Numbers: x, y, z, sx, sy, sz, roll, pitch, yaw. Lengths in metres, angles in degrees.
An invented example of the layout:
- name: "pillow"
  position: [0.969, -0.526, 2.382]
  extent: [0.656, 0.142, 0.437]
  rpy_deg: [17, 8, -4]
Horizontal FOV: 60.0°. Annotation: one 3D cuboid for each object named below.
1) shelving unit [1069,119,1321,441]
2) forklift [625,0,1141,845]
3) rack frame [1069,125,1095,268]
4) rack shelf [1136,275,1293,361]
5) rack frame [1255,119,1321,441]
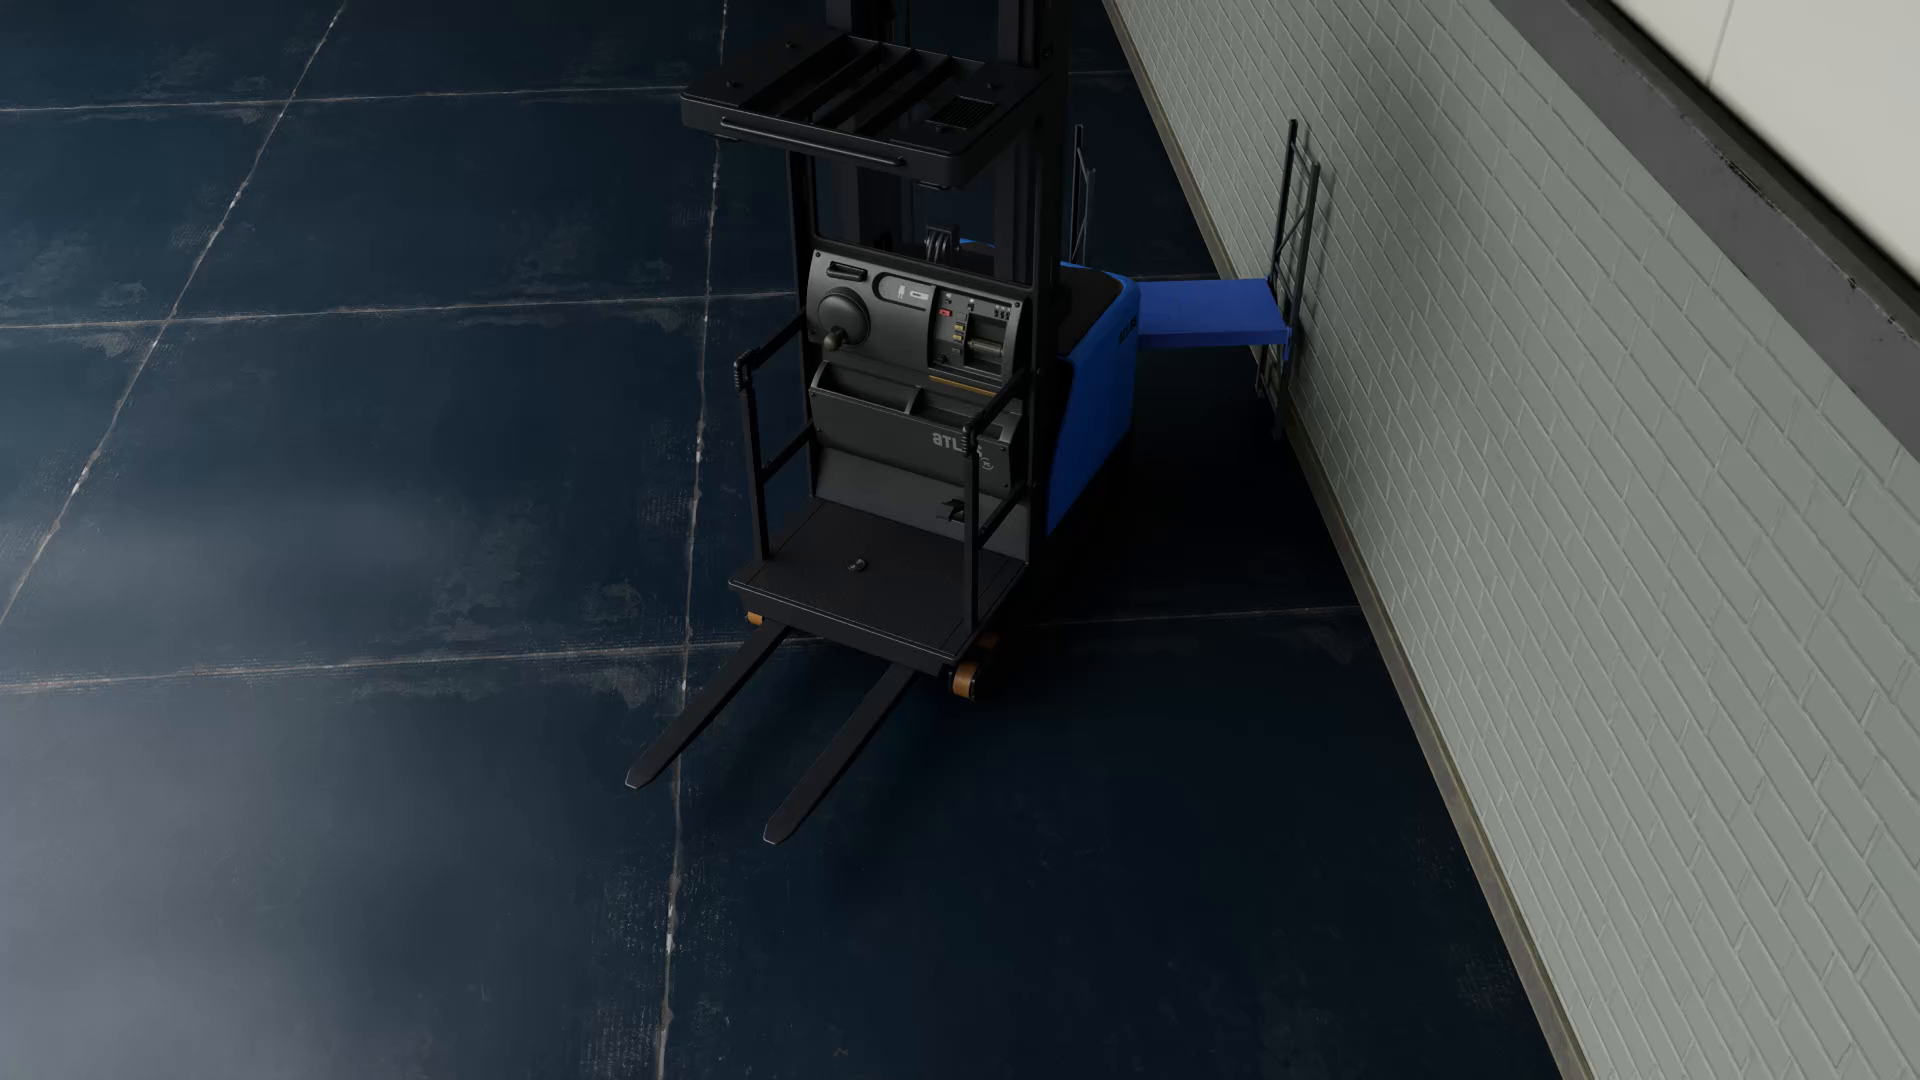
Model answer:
- name: "shelving unit"
  position: [1.080, -1.224, 8.090]
  extent: [1.048, 1.500, 0.538]
  rpy_deg: [-2, 38, -3]
- name: "forklift"
  position: [-0.280, -0.806, 6.406]
  extent: [1.130, 2.935, 3.031]
  rpy_deg: [17, 41, 21]
- name: "rack frame"
  position: [0.573, -1.204, 8.065]
  extent: [0.032, 1.500, 0.500]
  rpy_deg: [-2, 38, -3]
- name: "rack shelf"
  position: [1.080, -1.083, 8.202]
  extent: [1.000, 0.185, 0.538]
  rpy_deg: [-2, 38, -3]
- name: "rack frame"
  position: [1.587, -1.244, 8.115]
  extent: [0.032, 1.500, 0.500]
  rpy_deg: [-2, 38, -3]
